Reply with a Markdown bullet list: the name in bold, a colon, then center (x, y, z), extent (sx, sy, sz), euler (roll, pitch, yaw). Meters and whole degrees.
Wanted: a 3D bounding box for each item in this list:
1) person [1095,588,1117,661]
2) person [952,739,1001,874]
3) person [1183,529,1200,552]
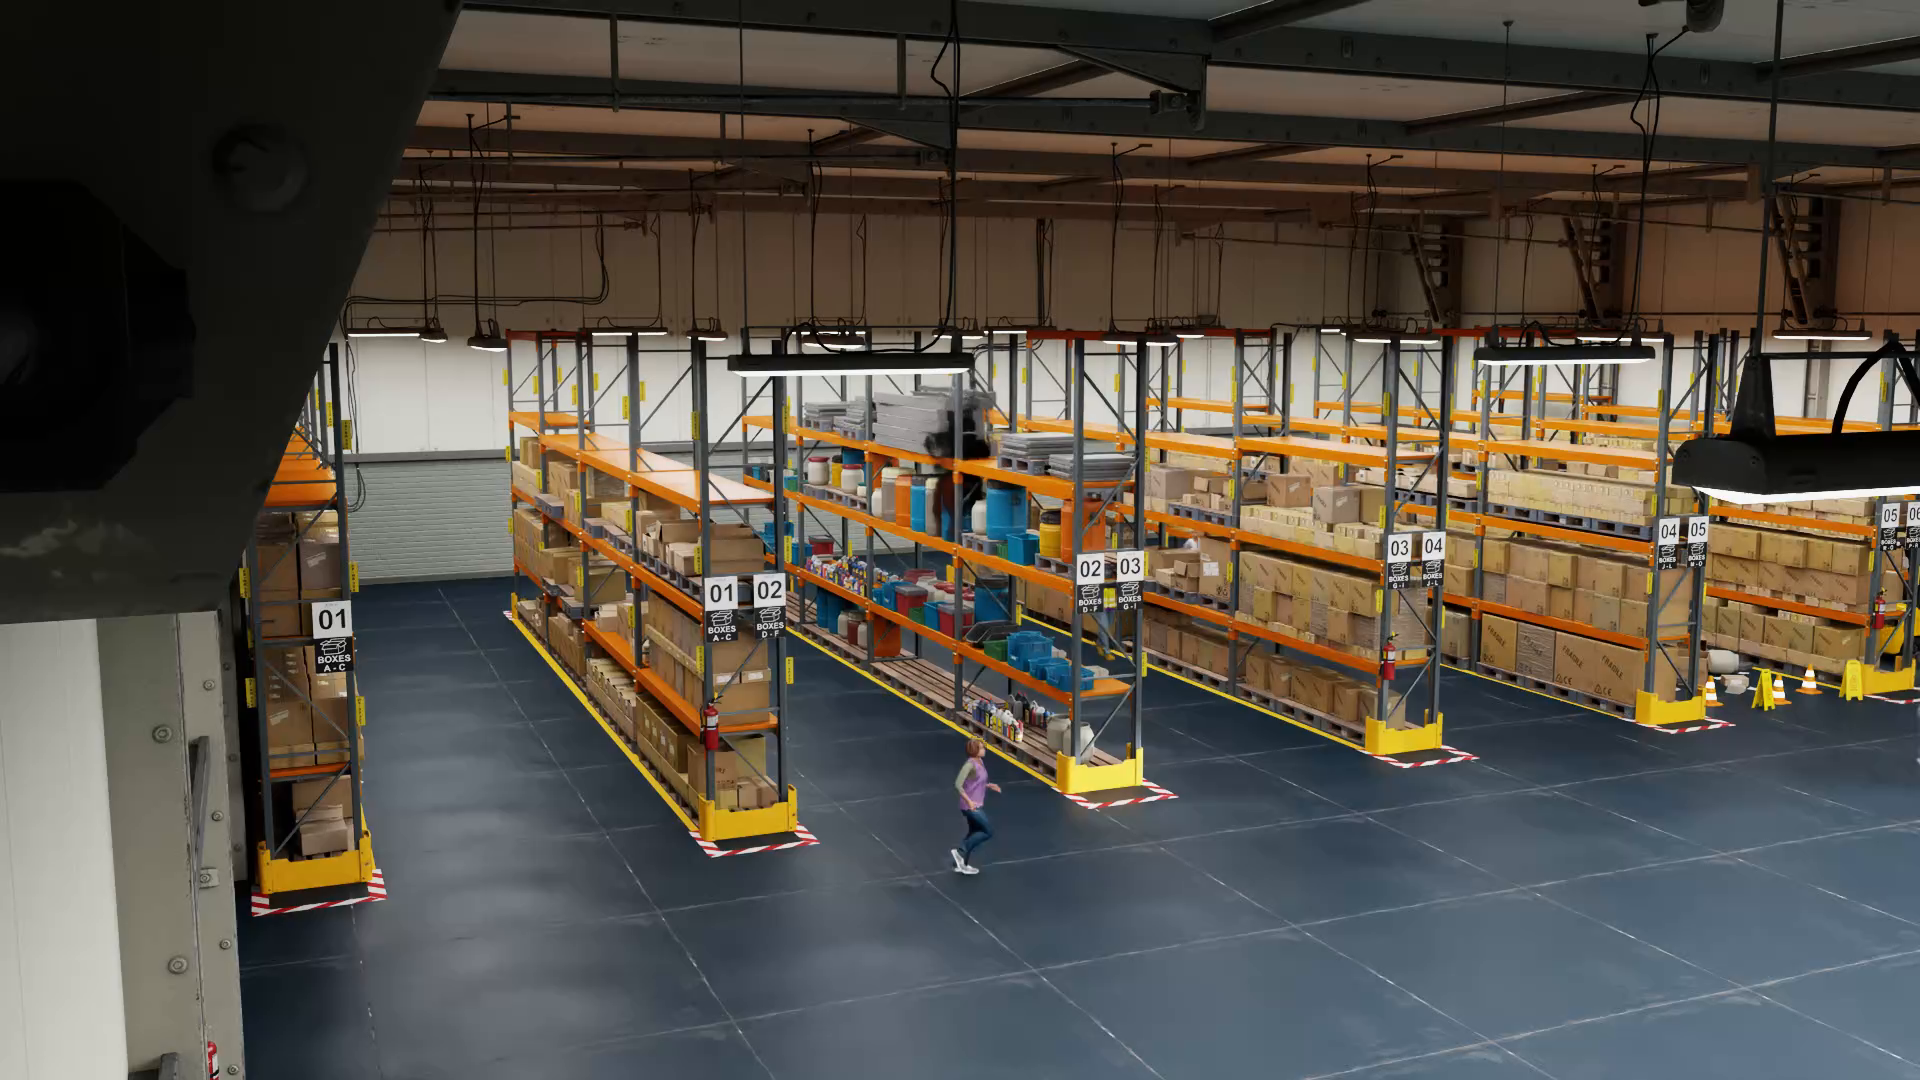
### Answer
- **person**: center (2.558, 1.218, 29.262), extent (0.710, 1.791, 0.917), euler (-3, 8, -22)
- **person**: center (0.192, 3.012, 18.815), extent (0.540, 1.567, 0.521), euler (1, 8, 7)
- **person**: center (5.136, 0.582, 35.938), extent (0.671, 1.785, 0.715), euler (-3, 8, -20)
